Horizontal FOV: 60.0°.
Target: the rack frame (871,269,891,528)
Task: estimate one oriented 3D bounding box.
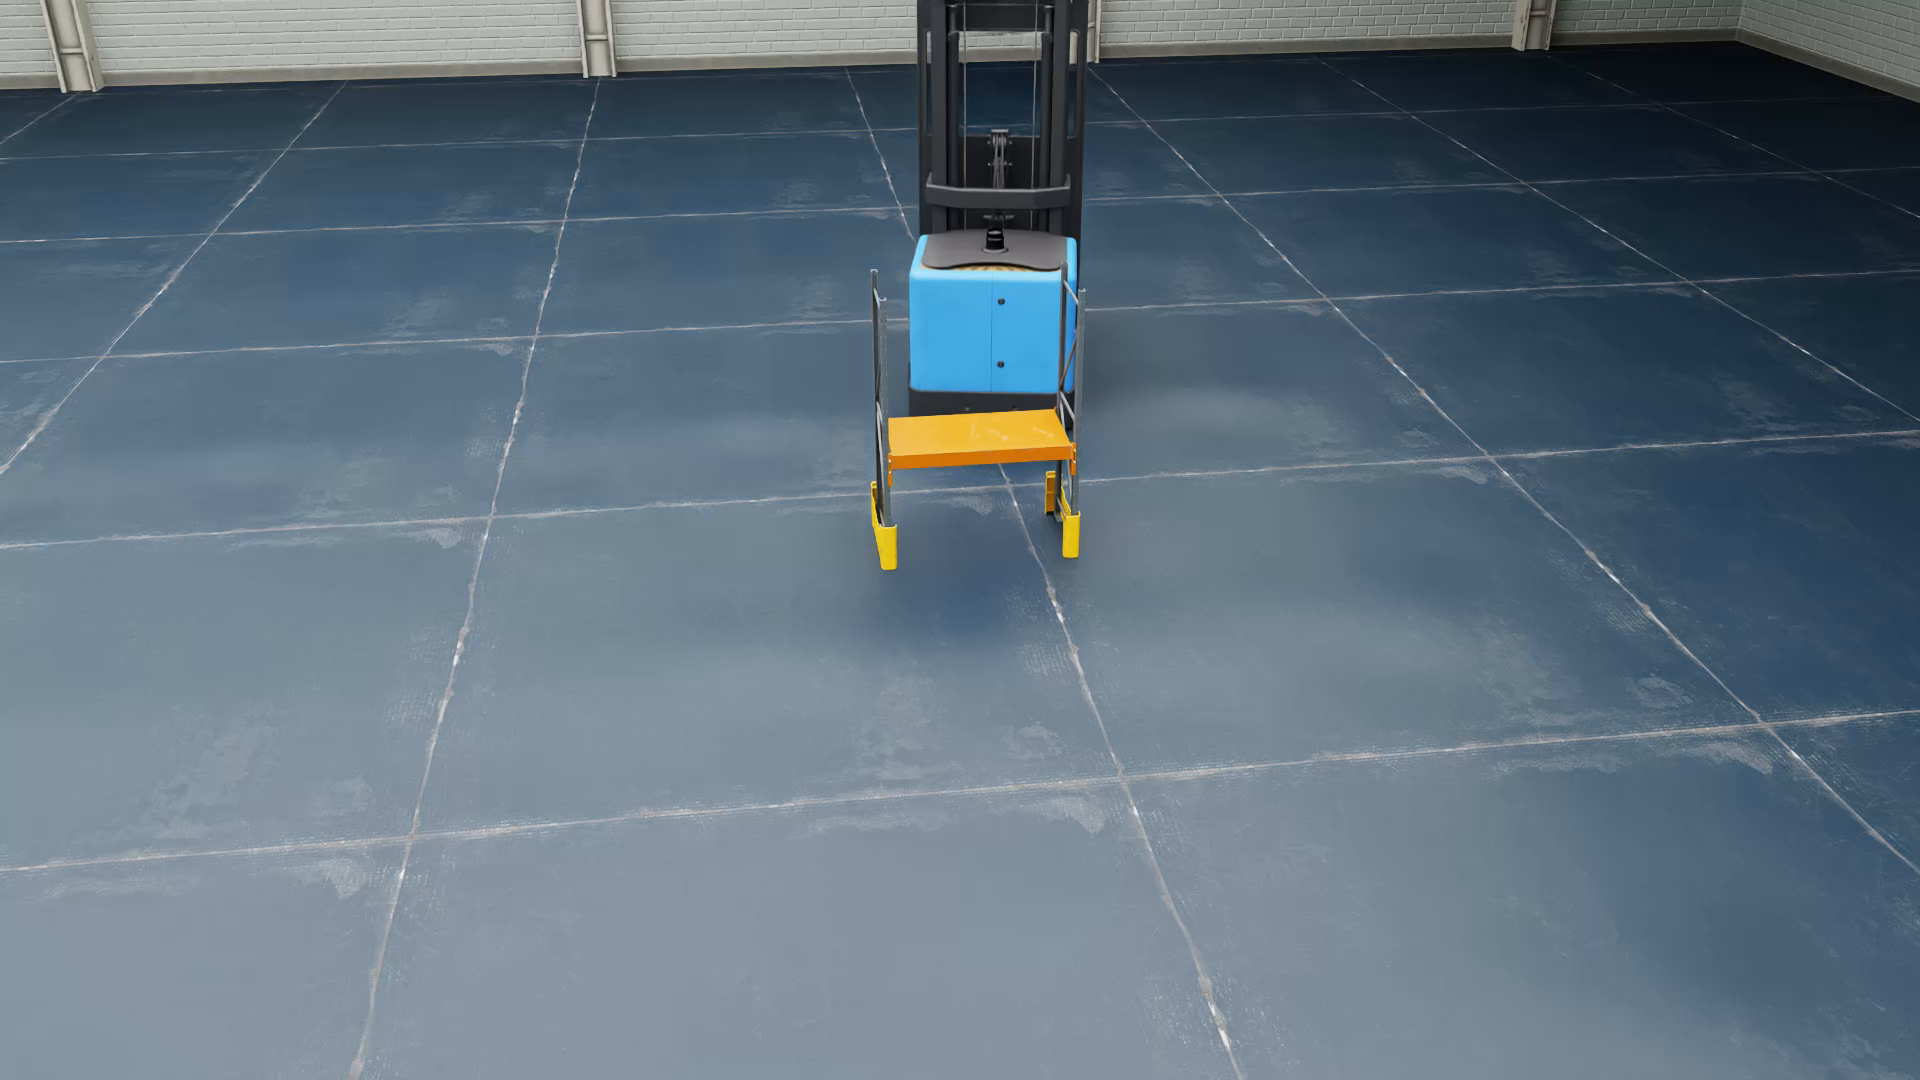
[{"bbox_3d":[-0.419,-0.640,8.855,0.032,1.500,0.500,-4,27,-7],"label":"rack frame"}]

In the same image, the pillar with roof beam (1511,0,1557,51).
[{"bbox_3d":[8.084,-8.521,16.000,0.400,9.000,9.100,-4,27,-7],"label":"pillar with roof beam"}]

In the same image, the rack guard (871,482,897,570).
[{"bbox_3d":[-0.418,-0.084,9.141,0.087,0.250,0.587,-4,27,-7],"label":"rack guard"}]

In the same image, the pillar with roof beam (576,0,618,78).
[{"bbox_3d":[-3.799,-7.758,14.512,0.400,9.000,9.100,-4,27,-7],"label":"pillar with roof beam"}]

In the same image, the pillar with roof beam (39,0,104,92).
[{"bbox_3d":[-9.741,-7.376,13.769,0.400,9.000,9.100,-4,27,-7],"label":"pillar with roof beam"}]

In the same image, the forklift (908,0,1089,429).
[{"bbox_3d":[0.285,-2.636,11.176,1.130,2.935,3.031,2,27,3],"label":"forklift"}]

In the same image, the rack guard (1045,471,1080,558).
[{"bbox_3d":[0.569,-0.148,9.264,0.087,0.250,0.587,-4,27,-7],"label":"rack guard"}]

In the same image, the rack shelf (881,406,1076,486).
[{"bbox_3d":[0.084,-0.513,9.000,1.000,0.185,0.538,-4,27,-7],"label":"rack shelf"}]

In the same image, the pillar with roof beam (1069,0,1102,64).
[{"bbox_3d":[2.142,-8.140,15.256,0.400,9.000,9.100,-4,27,-7],"label":"pillar with roof beam"}]

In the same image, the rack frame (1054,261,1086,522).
[{"bbox_3d":[0.588,-0.705,8.981,0.032,1.500,0.500,-4,27,-7],"label":"rack frame"}]

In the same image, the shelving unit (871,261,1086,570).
[{"bbox_3d":[0.075,-0.672,8.917,1.083,1.500,0.587,-4,27,-7],"label":"shelving unit"}]
